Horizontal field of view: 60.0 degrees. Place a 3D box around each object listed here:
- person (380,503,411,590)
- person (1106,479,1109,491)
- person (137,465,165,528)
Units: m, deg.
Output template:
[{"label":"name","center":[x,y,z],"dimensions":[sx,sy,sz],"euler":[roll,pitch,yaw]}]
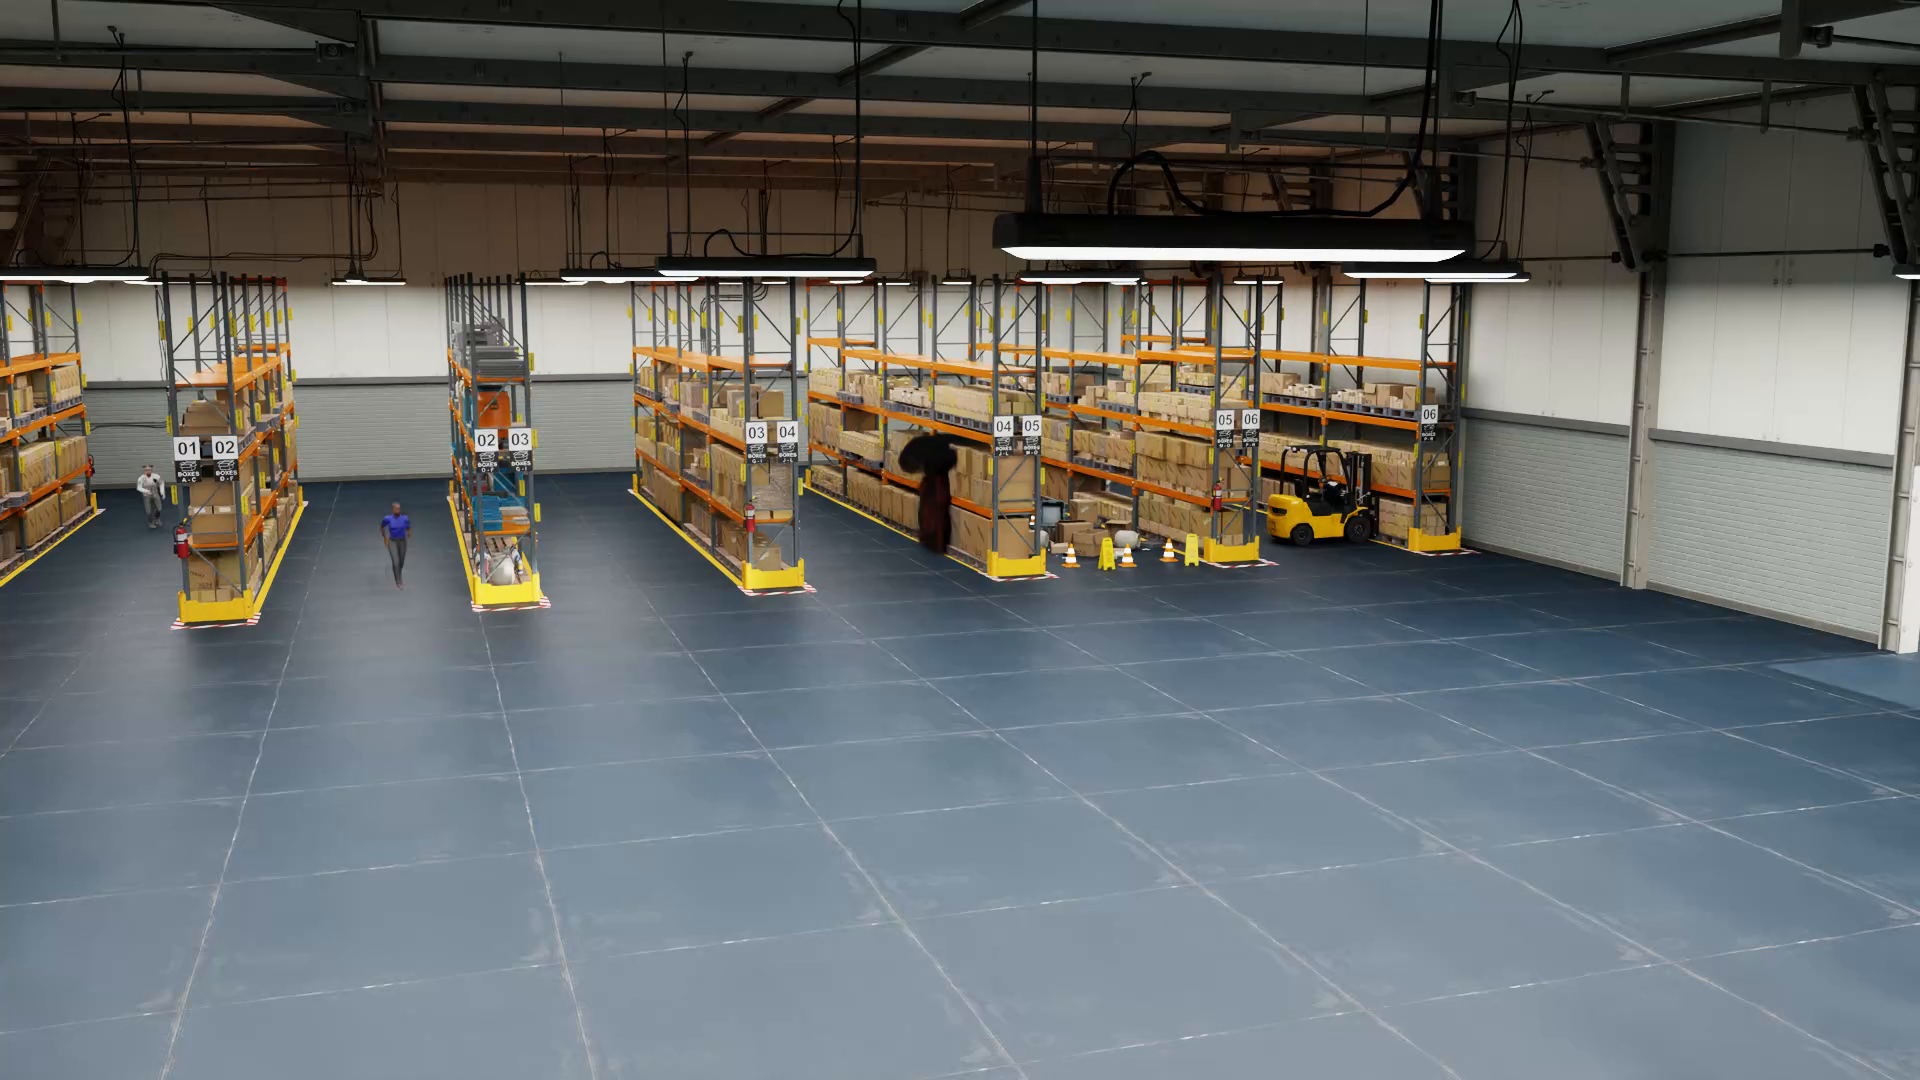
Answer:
[{"label":"person","center":[-10.884,0.088,32.107],"dimensions":[0.550,1.662,0.914],"euler":[-6,10,-34]},{"label":"person","center":[3.996,-2.180,46.547],"dimensions":[0.702,1.770,0.639],"euler":[-7,11,-39]},{"label":"person","center":[-19.352,-1.044,39.808],"dimensions":[0.607,1.572,0.744],"euler":[-5,10,-30]}]
